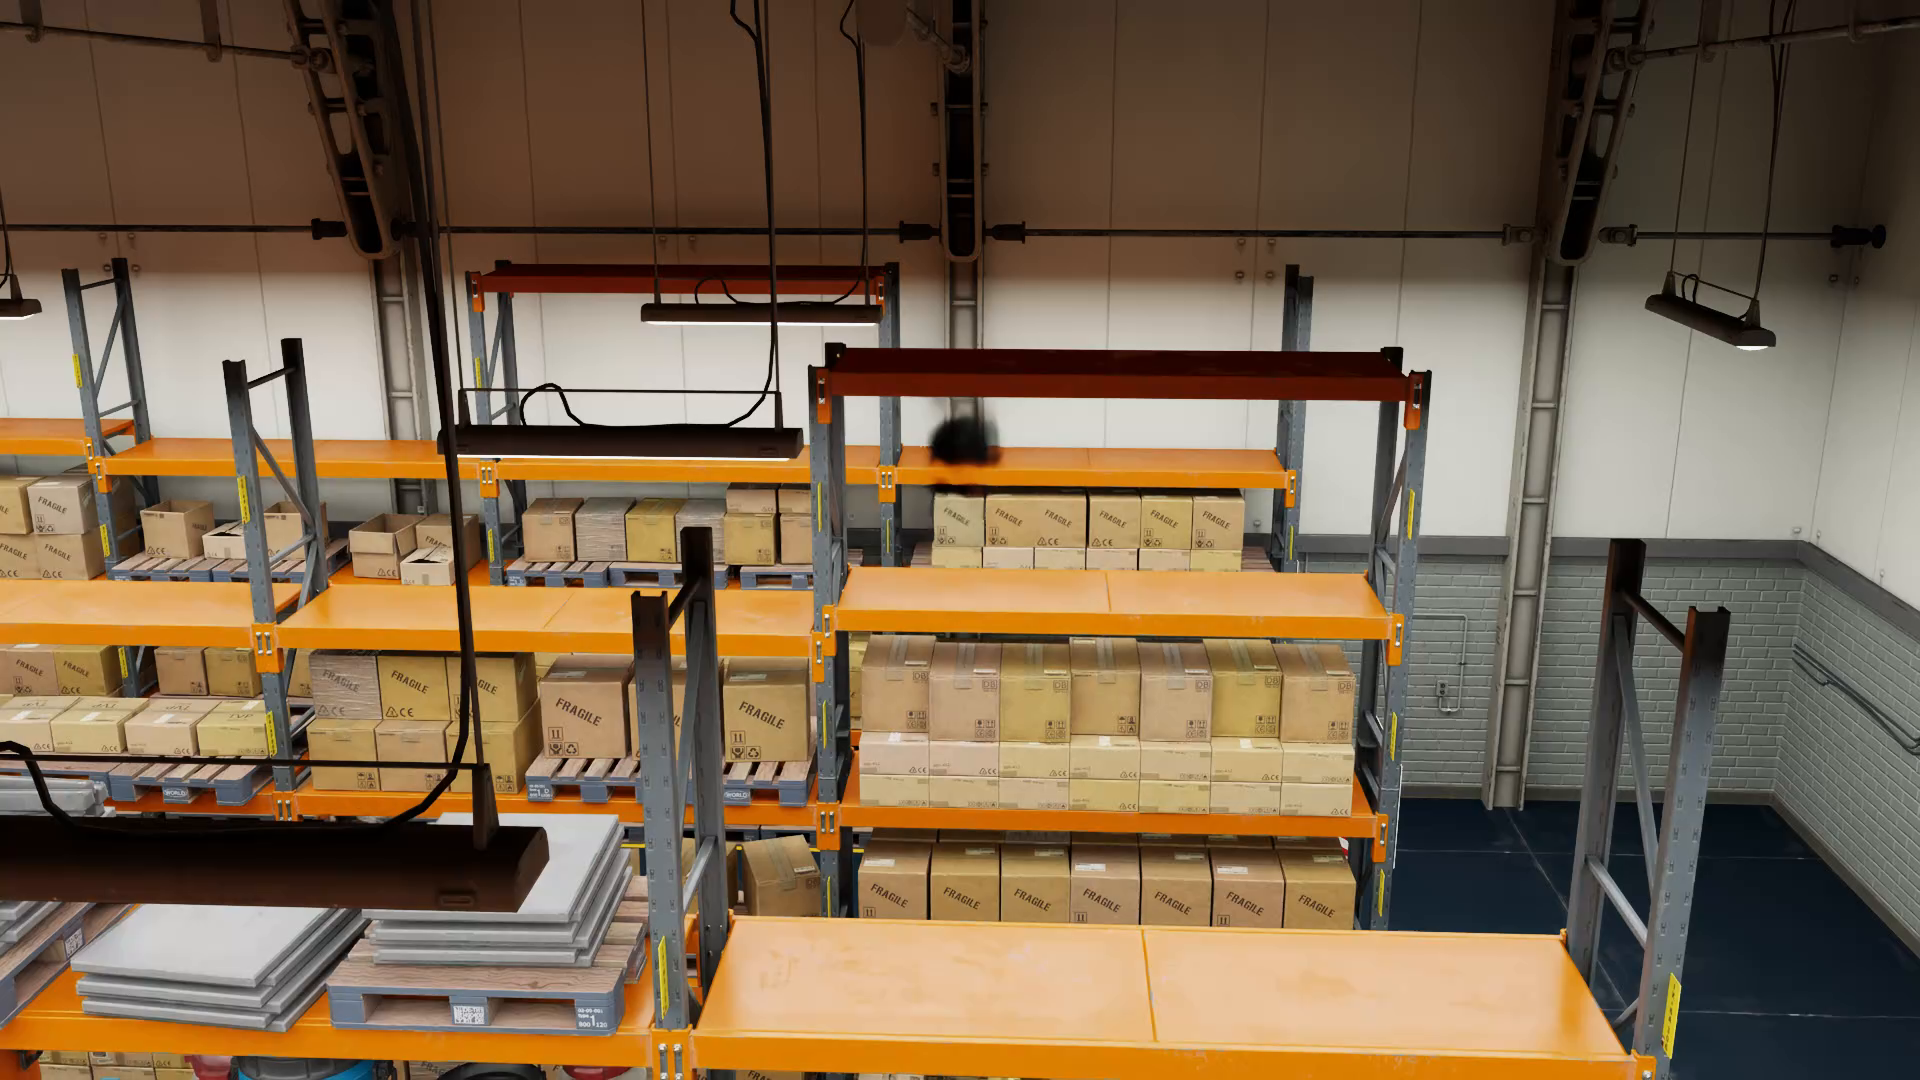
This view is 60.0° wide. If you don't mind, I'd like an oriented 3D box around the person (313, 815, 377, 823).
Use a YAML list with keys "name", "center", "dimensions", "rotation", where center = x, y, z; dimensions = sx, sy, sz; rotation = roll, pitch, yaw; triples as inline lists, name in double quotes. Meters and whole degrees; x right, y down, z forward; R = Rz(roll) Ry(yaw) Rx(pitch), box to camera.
- name: "person"
  center: [-5.628, 2.865, 15.478]
  dimensions: [0.950, 1.776, 0.657]
  rotation: [-3, 16, -9]
